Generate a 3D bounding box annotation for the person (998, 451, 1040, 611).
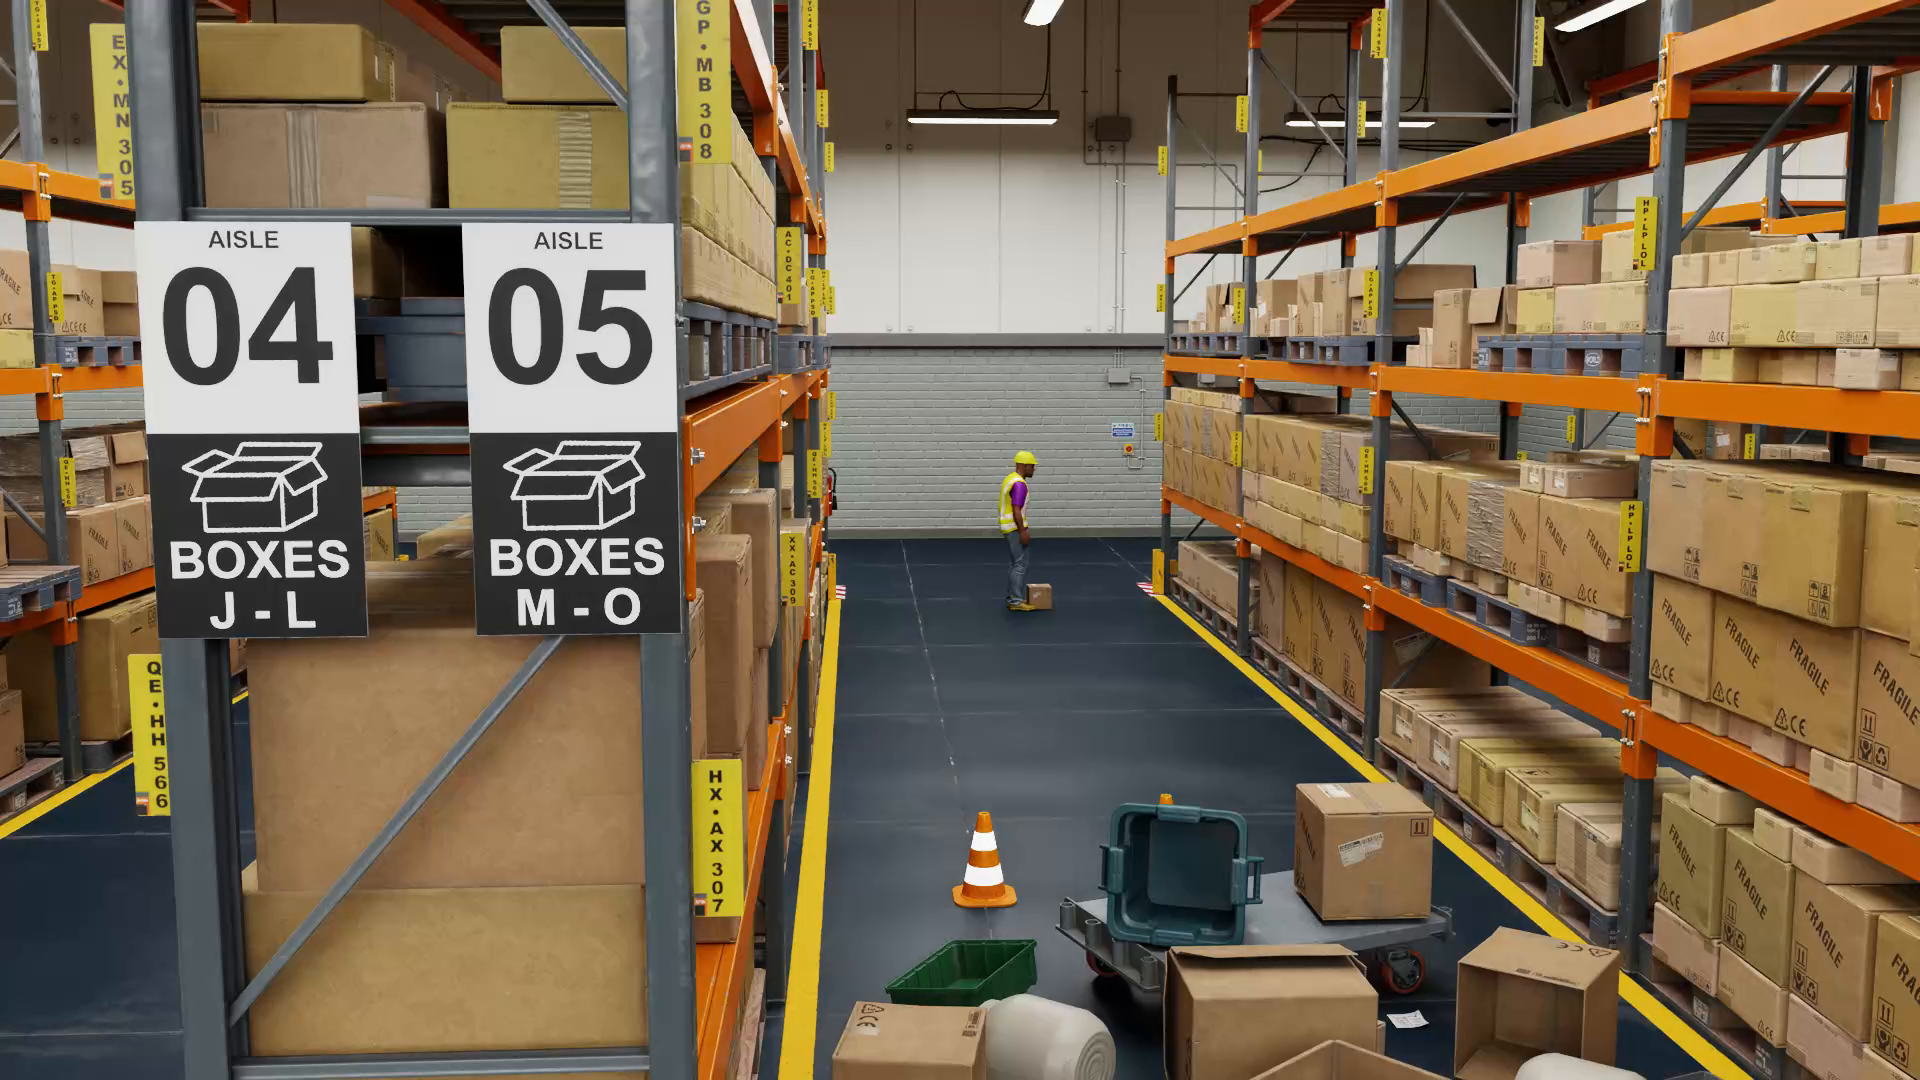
[{"bbox_3d":[0.661,-0.108,18.582,0.456,1.758,0.627,0,7,-3],"label":"person"}]
